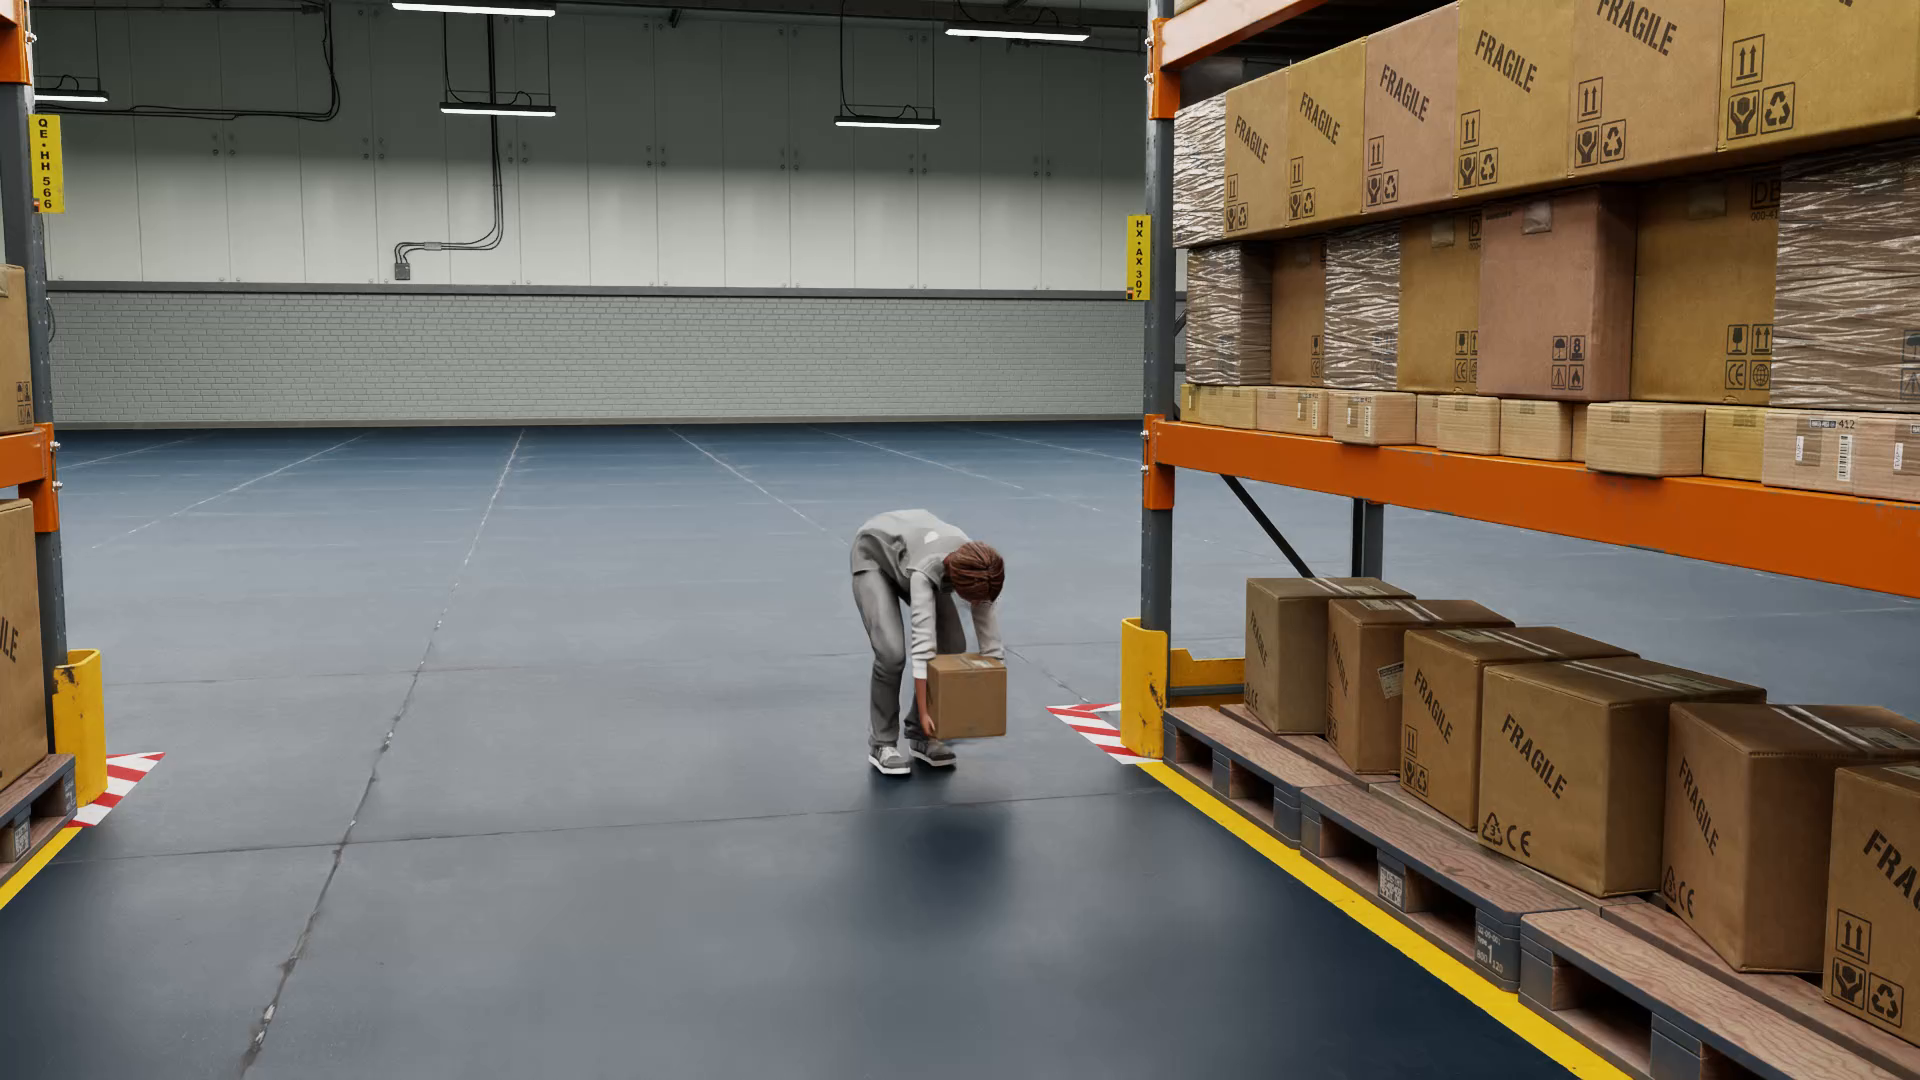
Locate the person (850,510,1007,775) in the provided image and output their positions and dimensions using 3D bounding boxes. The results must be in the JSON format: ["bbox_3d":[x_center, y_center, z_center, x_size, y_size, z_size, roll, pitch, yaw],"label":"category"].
[{"bbox_3d":[-0.100,0.393,6.136,0.398,0.979,0.871,-4,7,-32],"label":"person"}]
